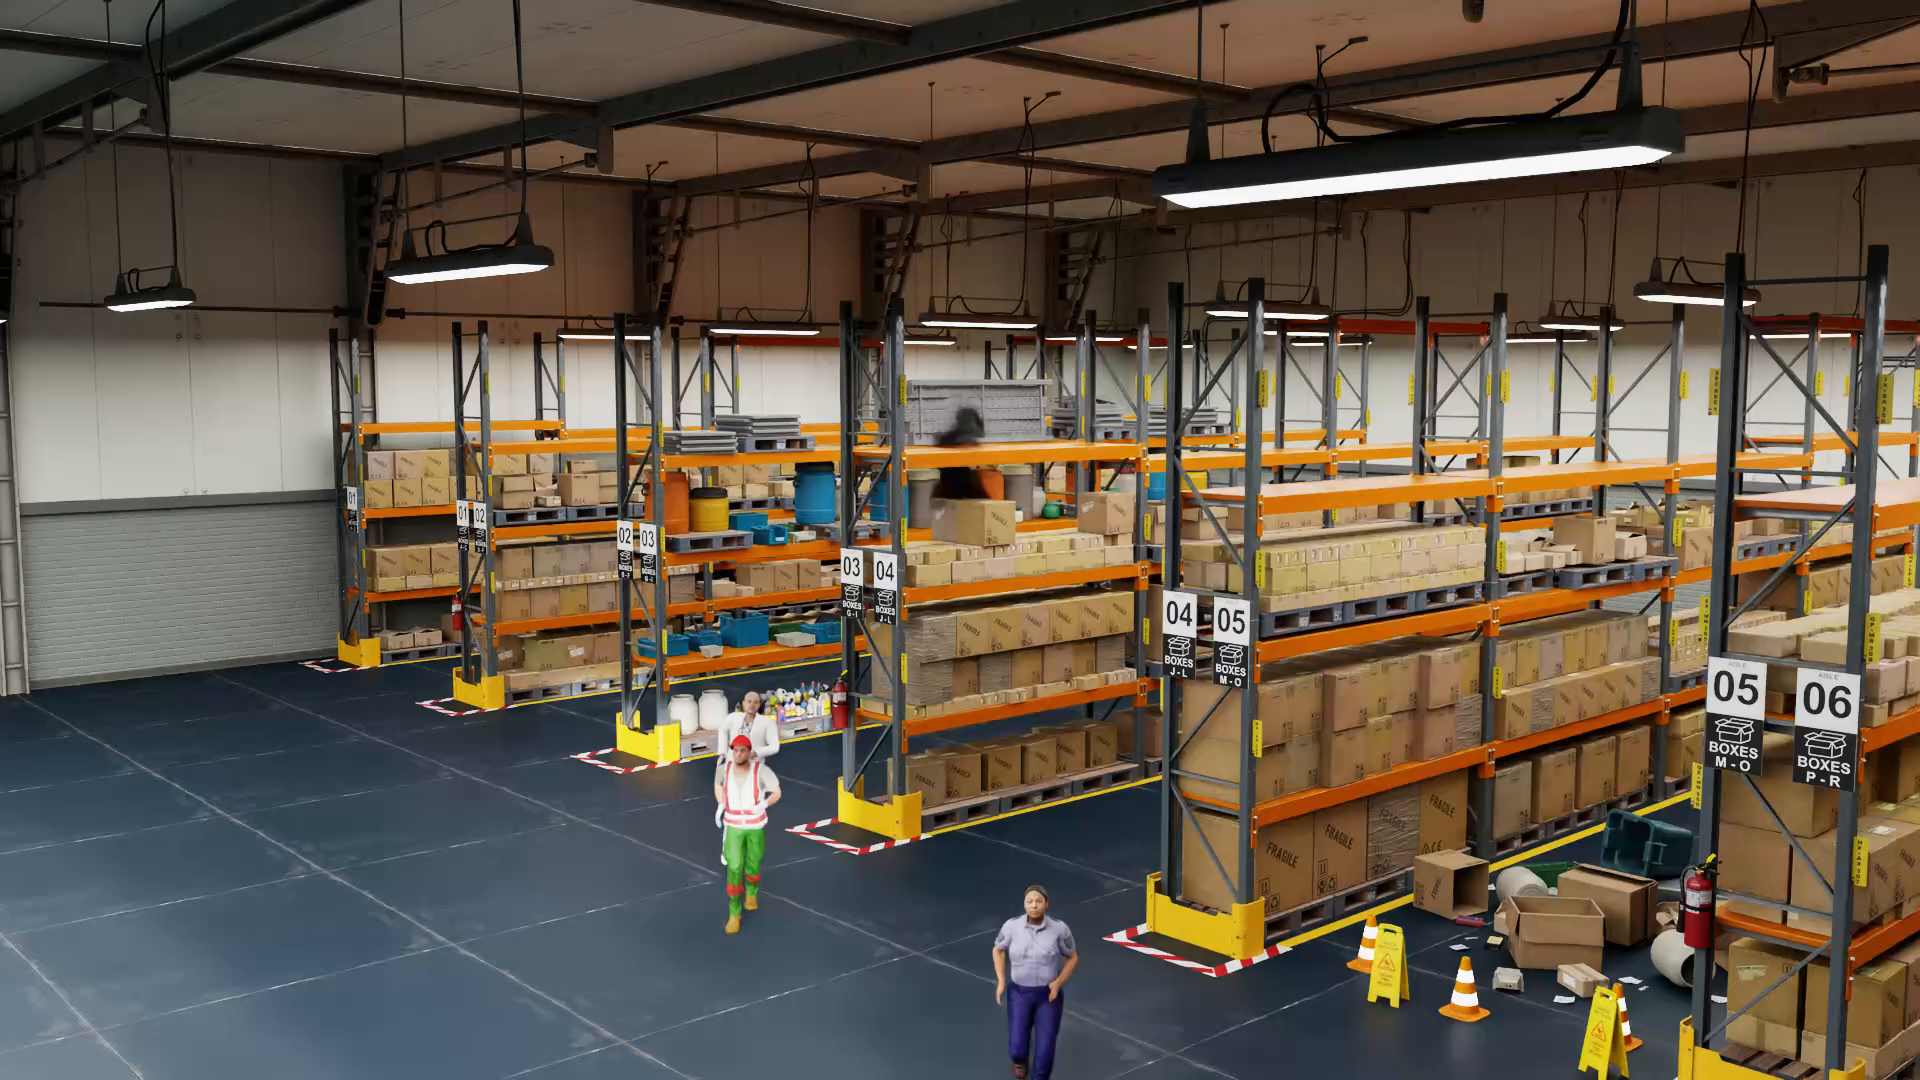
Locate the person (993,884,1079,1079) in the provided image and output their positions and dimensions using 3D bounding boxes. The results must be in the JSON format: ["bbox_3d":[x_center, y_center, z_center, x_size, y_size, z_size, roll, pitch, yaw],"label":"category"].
[{"bbox_3d":[0.530,3.224,11.755,0.615,1.607,0.550,0,6,5],"label":"person"}]

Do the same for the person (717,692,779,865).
[{"bbox_3d":[-2.283,2.510,17.865,0.672,1.767,0.871,0,6,-4],"label":"person"}]

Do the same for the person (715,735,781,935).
[{"bbox_3d":[-2.005,2.722,15.719,0.643,1.834,0.814,0,6,-3],"label":"person"}]
